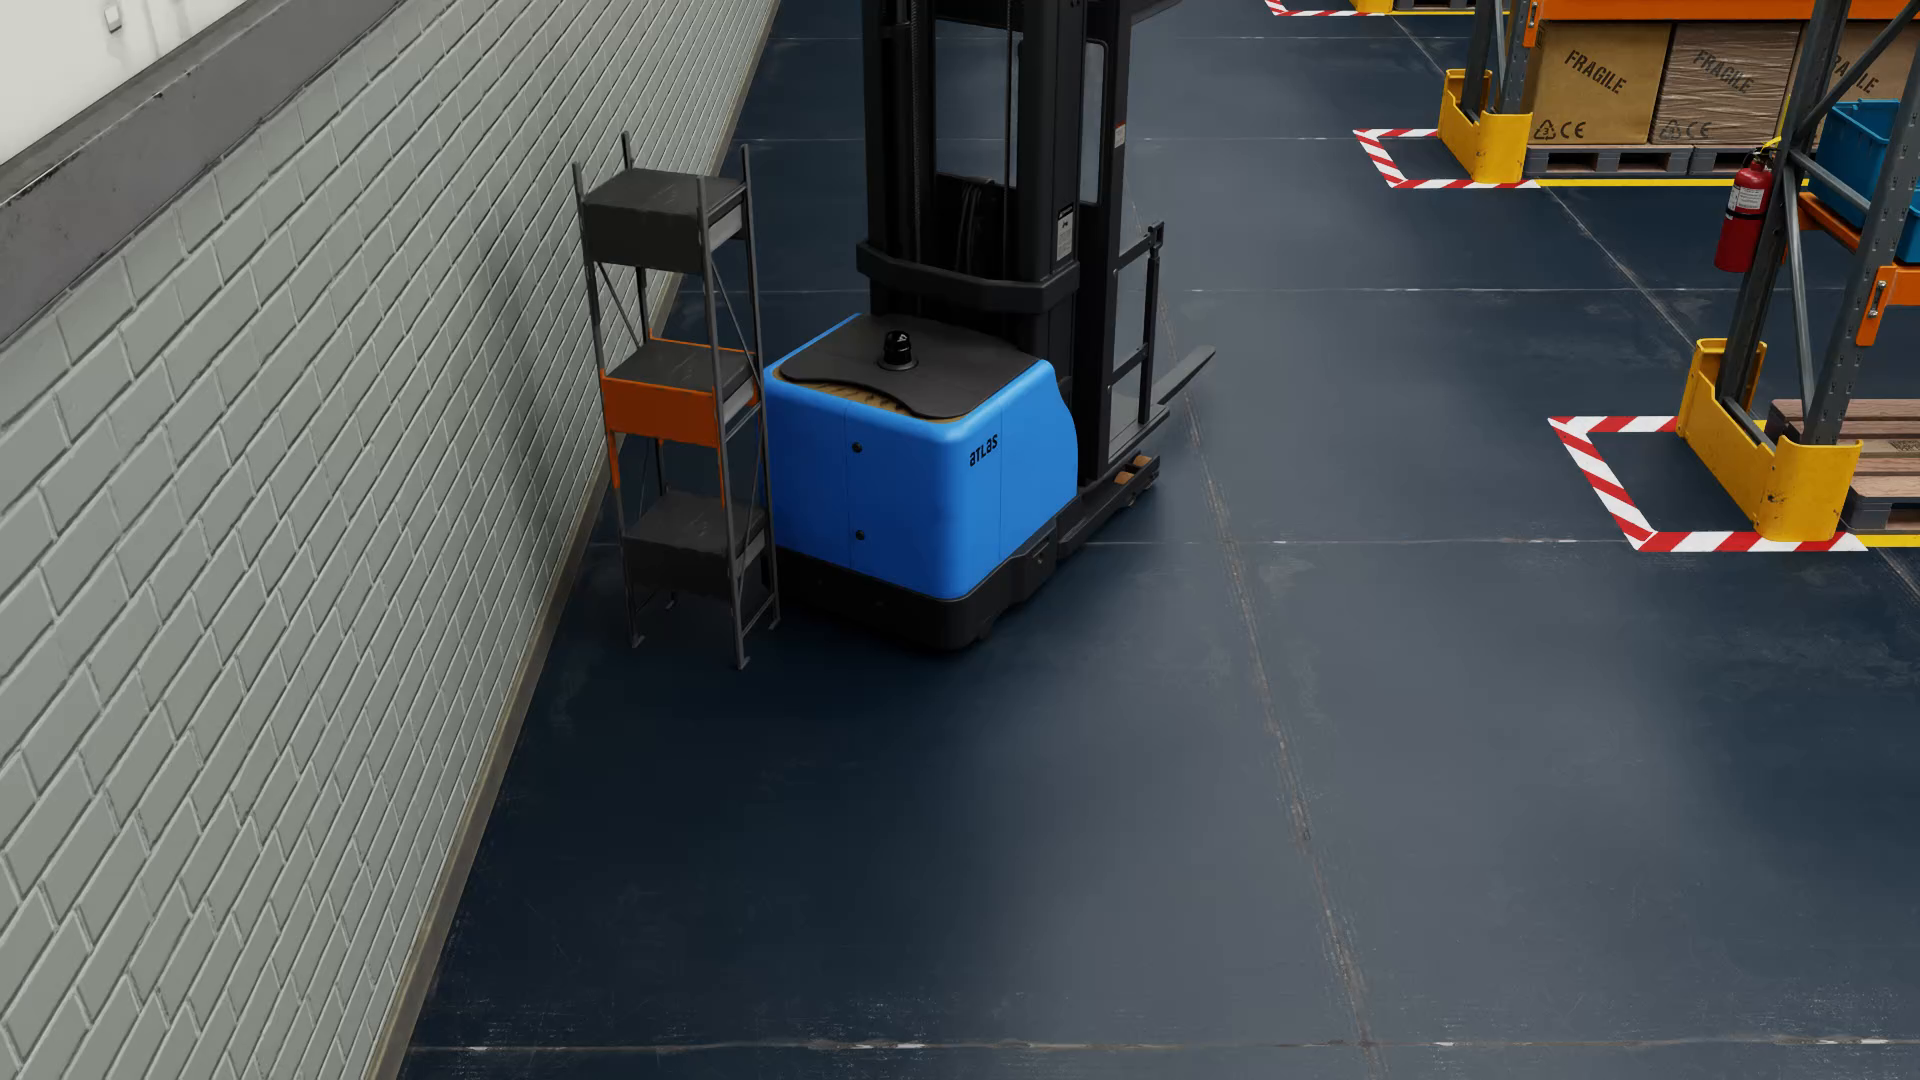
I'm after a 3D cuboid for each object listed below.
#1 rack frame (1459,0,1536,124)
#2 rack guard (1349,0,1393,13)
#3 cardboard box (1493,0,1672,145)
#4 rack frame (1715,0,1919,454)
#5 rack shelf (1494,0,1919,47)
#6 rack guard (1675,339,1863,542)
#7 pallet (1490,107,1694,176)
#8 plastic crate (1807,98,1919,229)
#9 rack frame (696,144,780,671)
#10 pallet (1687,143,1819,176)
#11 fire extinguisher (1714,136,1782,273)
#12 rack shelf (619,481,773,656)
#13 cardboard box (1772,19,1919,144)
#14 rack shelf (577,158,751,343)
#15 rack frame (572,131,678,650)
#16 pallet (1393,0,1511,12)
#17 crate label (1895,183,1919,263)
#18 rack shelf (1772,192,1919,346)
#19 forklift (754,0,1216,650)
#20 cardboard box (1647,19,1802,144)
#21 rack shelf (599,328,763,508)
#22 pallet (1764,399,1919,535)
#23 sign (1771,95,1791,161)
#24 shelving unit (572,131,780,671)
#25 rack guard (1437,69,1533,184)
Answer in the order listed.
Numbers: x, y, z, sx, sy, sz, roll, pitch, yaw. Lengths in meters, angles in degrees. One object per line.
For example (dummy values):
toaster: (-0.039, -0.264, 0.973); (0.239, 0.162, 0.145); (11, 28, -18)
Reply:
rack frame: (3.906, -4.154, 11.704); (0.127, 3.000, 1.000); (0, 31, 0)
rack guard: (4.053, -5.658, 16.594); (0.348, 0.500, 1.175); (0, 31, 0)
cardboard box: (4.545, -3.468, 12.218); (0.875, 0.875, 0.875); (0, 31, 0)
rack frame: (3.935, -1.584, 7.470); (0.127, 3.000, 1.000); (0, 31, 0)
rack shelf: (5.905, -3.852, 11.901); (4.000, 0.370, 1.077); (0, 31, 0)
rack guard: (3.911, -0.509, 8.107); (0.348, 0.500, 1.175); (0, 31, 0)
pallet: (4.705, -3.004, 12.498); (1.213, 0.211, 1.003); (0, 31, 0)
plastic crate: (4.269, -1.723, 7.606); (0.499, 0.435, 0.616); (0, 31, 0)
rack frame: (-0.847, -0.456, 6.478); (0.015, 2.100, 0.400); (10, 33, 16)
pallet: (5.922, -3.007, 12.502); (1.213, 0.211, 1.003); (0, 31, 0)
fire extinguisher: (3.782, -1.627, 7.974); (0.183, 0.674, 0.296); (0, 31, 0)
rack shelf: (-1.078, 0.114, 6.914); (0.480, 0.518, 0.431); (10, 33, 16)
cardboard box: (6.345, -3.474, 12.227); (0.875, 0.875, 0.875); (0, 31, 0)
rack shelf: (-1.078, -1.083, 6.188); (0.480, 0.518, 0.431); (10, 33, 16)
rack frame: (-1.310, -0.536, 6.610); (0.015, 2.100, 0.400); (10, 33, 16)
pallet: (4.865, -5.519, 16.643); (1.213, 0.211, 1.003); (0, 31, 0)
crate label: (4.184, -1.369, 7.217); (0.303, 0.233, 0.416); (0, 31, 0)
rack shelf: (5.935, -1.283, 7.667); (4.000, 0.370, 1.077); (0, 31, 0)
forklift: (0.323, -1.529, 7.445); (1.130, 2.935, 3.031); (17, 35, 26)
cardboard box: (5.455, -3.471, 12.223); (0.875, 0.875, 0.875); (0, 31, 0)
rack shelf: (-1.078, -0.485, 6.551); (0.480, 0.518, 0.431); (10, 33, 16)
pallet: (4.760, -0.375, 8.164); (1.213, 0.211, 1.003); (0, 31, 0)
sign: (3.916, -1.939, 7.898); (0.005, 0.325, 0.100); (0, 31, 0)
shelving unit: (-1.078, -0.496, 6.544); (0.503, 2.100, 0.431); (10, 33, 16)
rack guard: (3.882, -3.085, 12.352); (0.348, 0.500, 1.175); (0, 31, 0)
